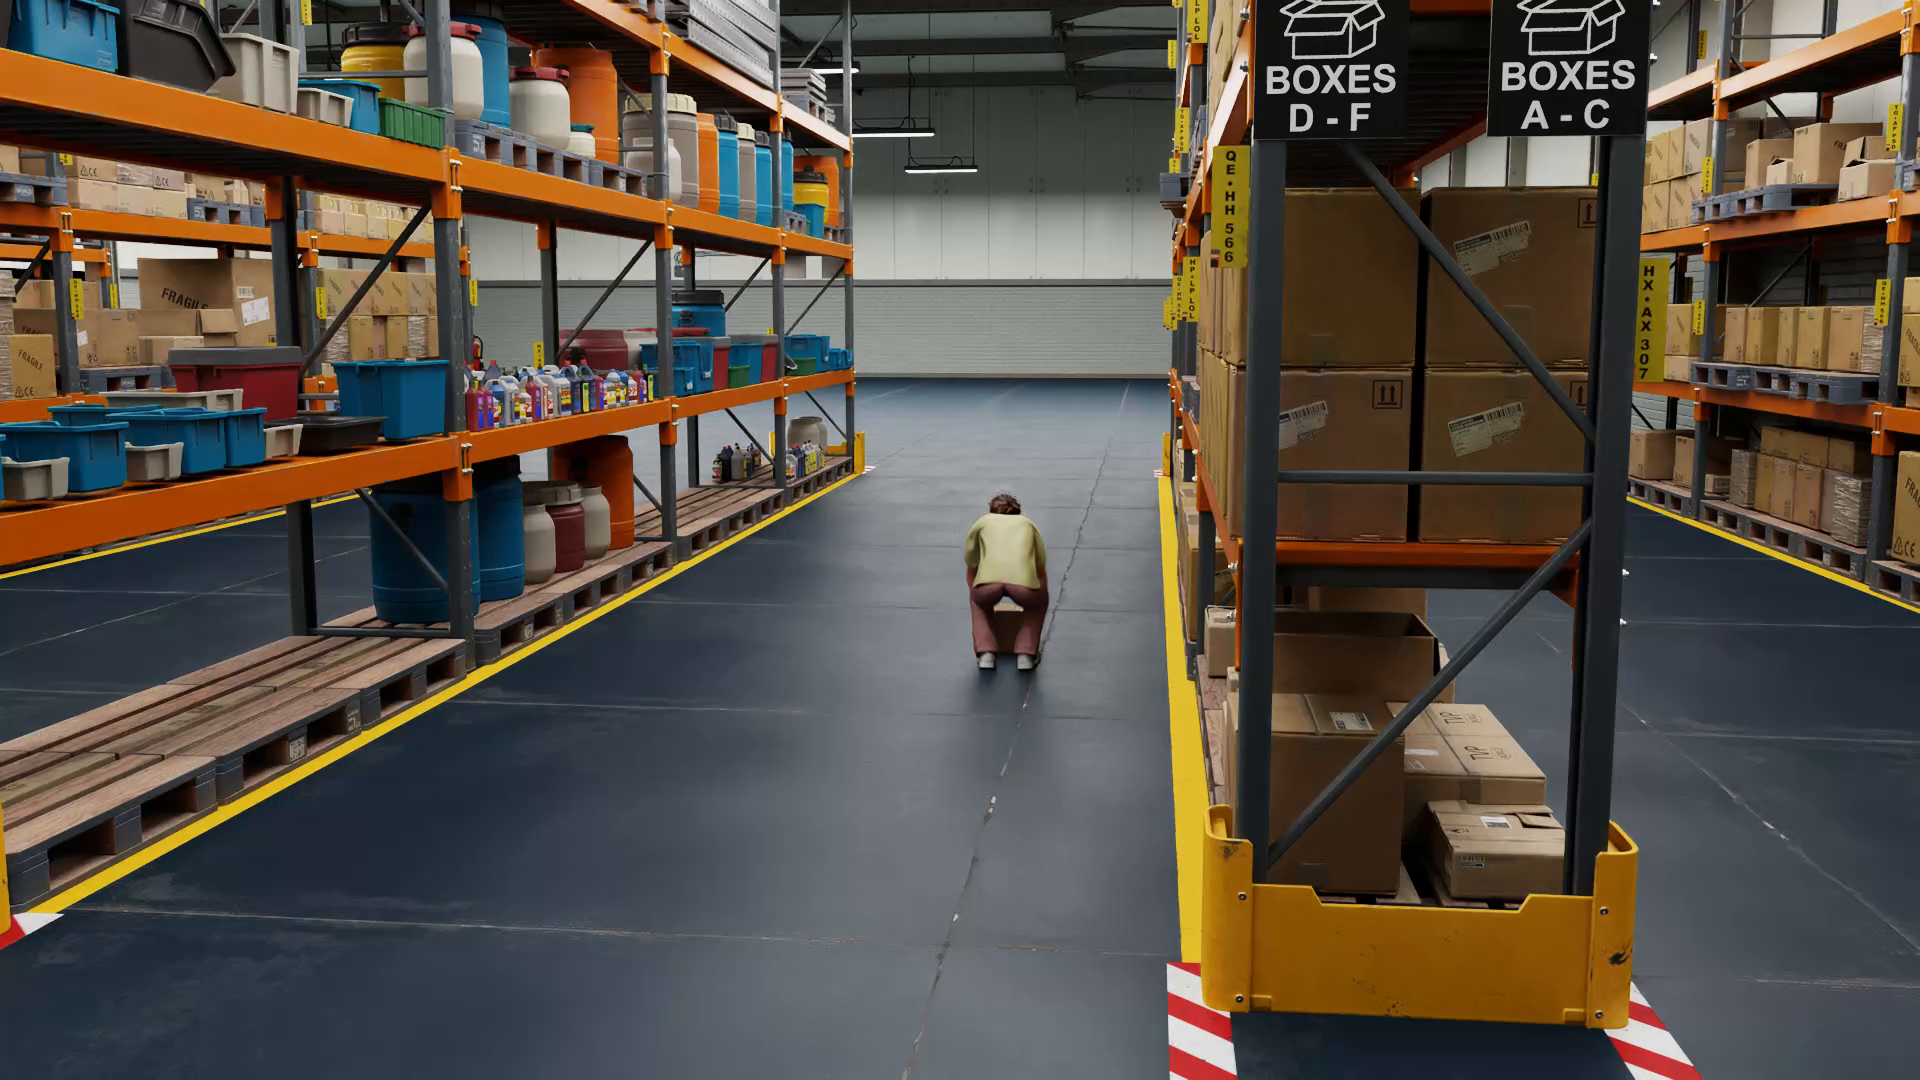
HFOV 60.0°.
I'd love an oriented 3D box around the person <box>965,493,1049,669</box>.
[{"bbox_3d":[0.252,0.231,9.397,0.490,0.929,0.794,1,8,7],"label":"person"}]
